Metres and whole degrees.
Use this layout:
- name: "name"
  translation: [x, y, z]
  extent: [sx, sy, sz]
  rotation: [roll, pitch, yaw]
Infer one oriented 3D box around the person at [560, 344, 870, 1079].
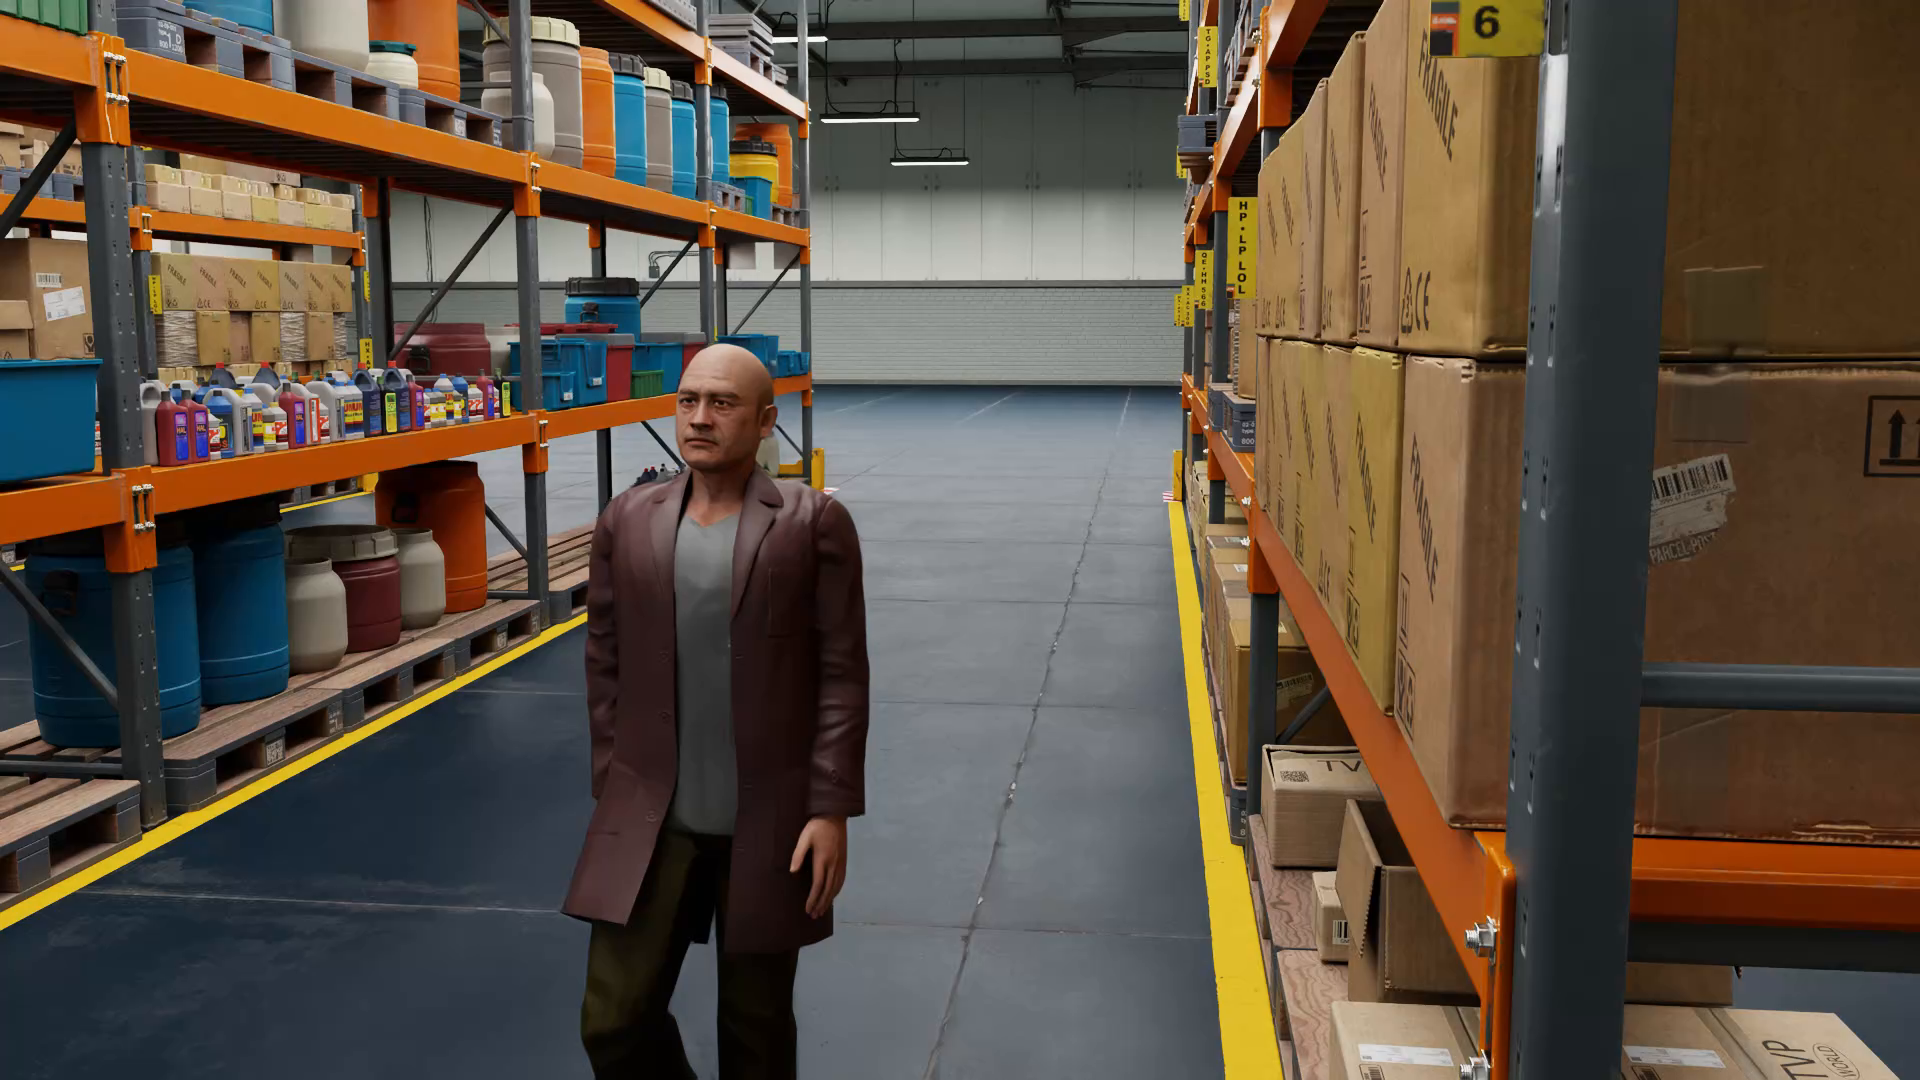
- name: "person"
  translation: [-0.455, 0.545, 3.122]
  extent: [0.567, 1.812, 0.482]
  rotation: [0, 7, 2]
